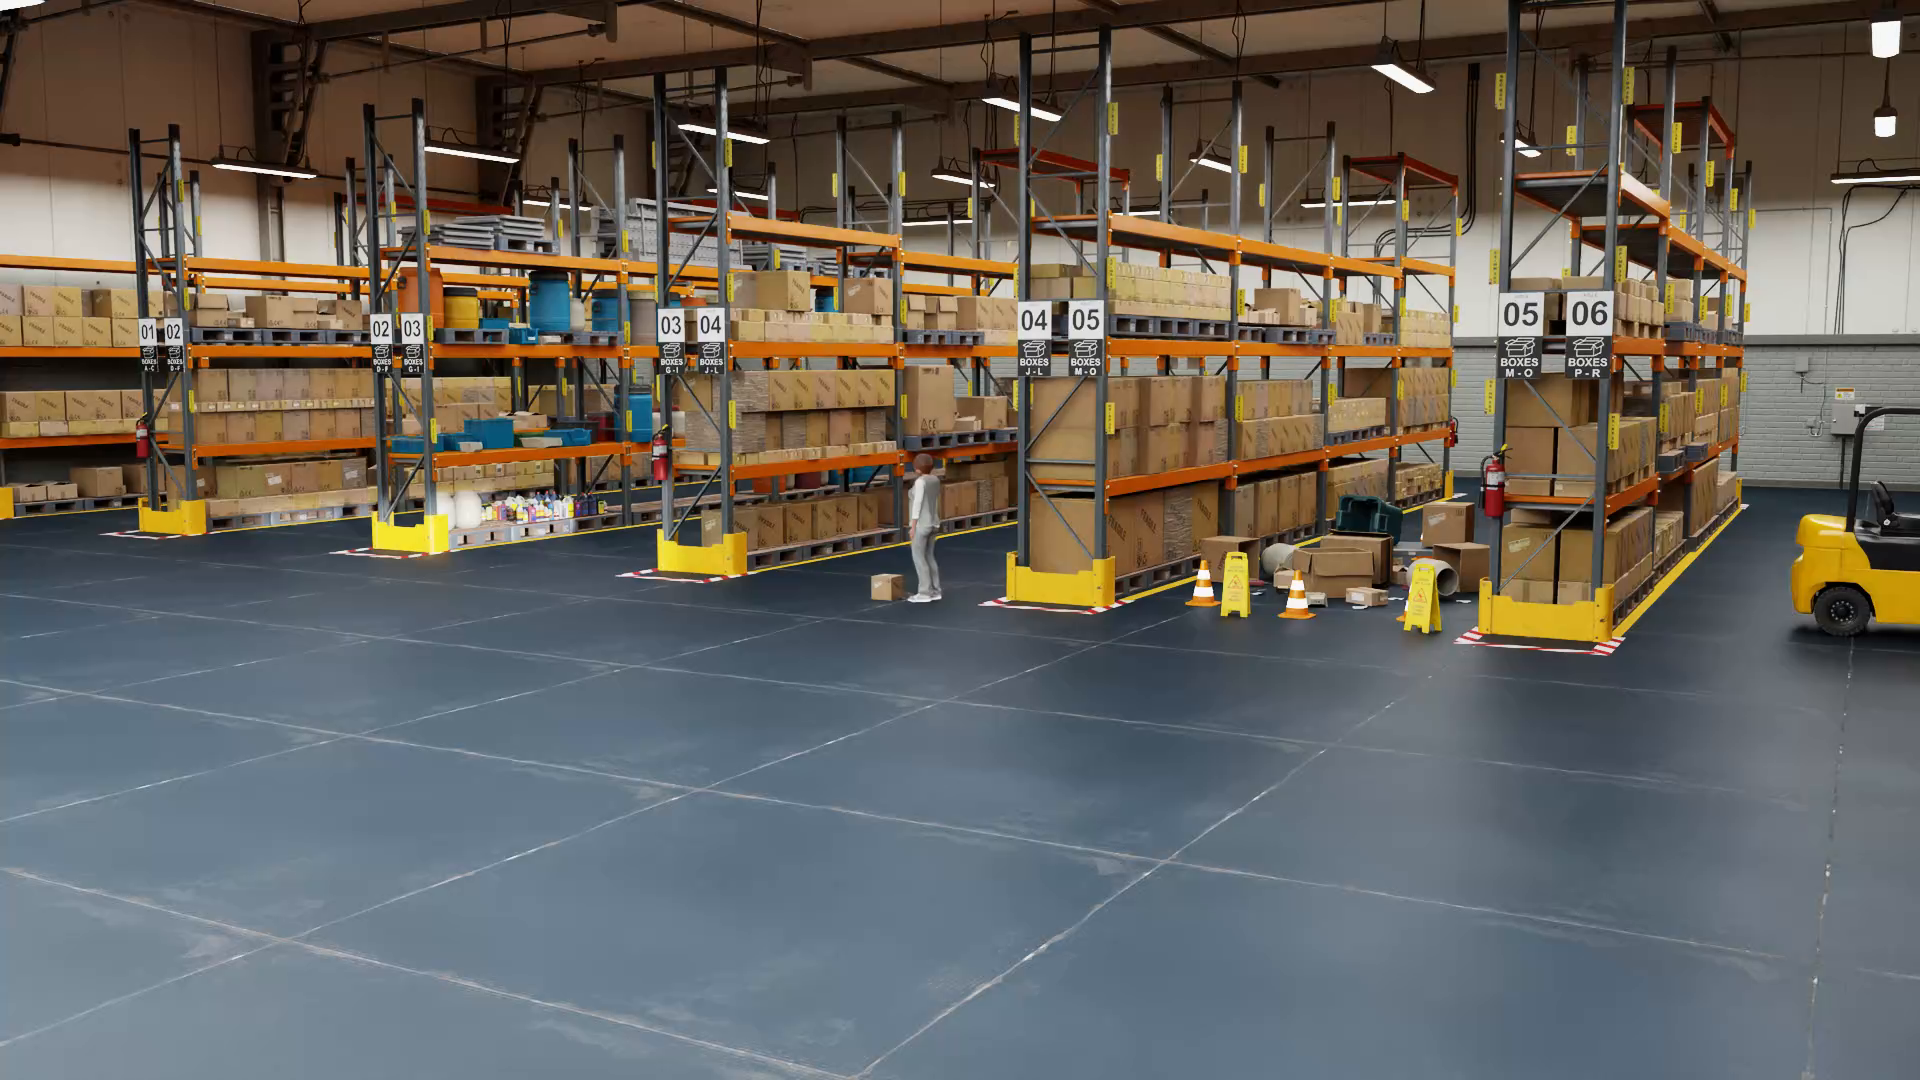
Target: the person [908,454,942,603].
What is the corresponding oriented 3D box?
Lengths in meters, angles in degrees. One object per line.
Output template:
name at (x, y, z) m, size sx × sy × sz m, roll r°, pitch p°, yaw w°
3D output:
person at (-0.387, -0.125, 17.774) m, size 0.301 × 1.592 × 0.407 m, roll 4°, pitch 7°, yaw 30°
